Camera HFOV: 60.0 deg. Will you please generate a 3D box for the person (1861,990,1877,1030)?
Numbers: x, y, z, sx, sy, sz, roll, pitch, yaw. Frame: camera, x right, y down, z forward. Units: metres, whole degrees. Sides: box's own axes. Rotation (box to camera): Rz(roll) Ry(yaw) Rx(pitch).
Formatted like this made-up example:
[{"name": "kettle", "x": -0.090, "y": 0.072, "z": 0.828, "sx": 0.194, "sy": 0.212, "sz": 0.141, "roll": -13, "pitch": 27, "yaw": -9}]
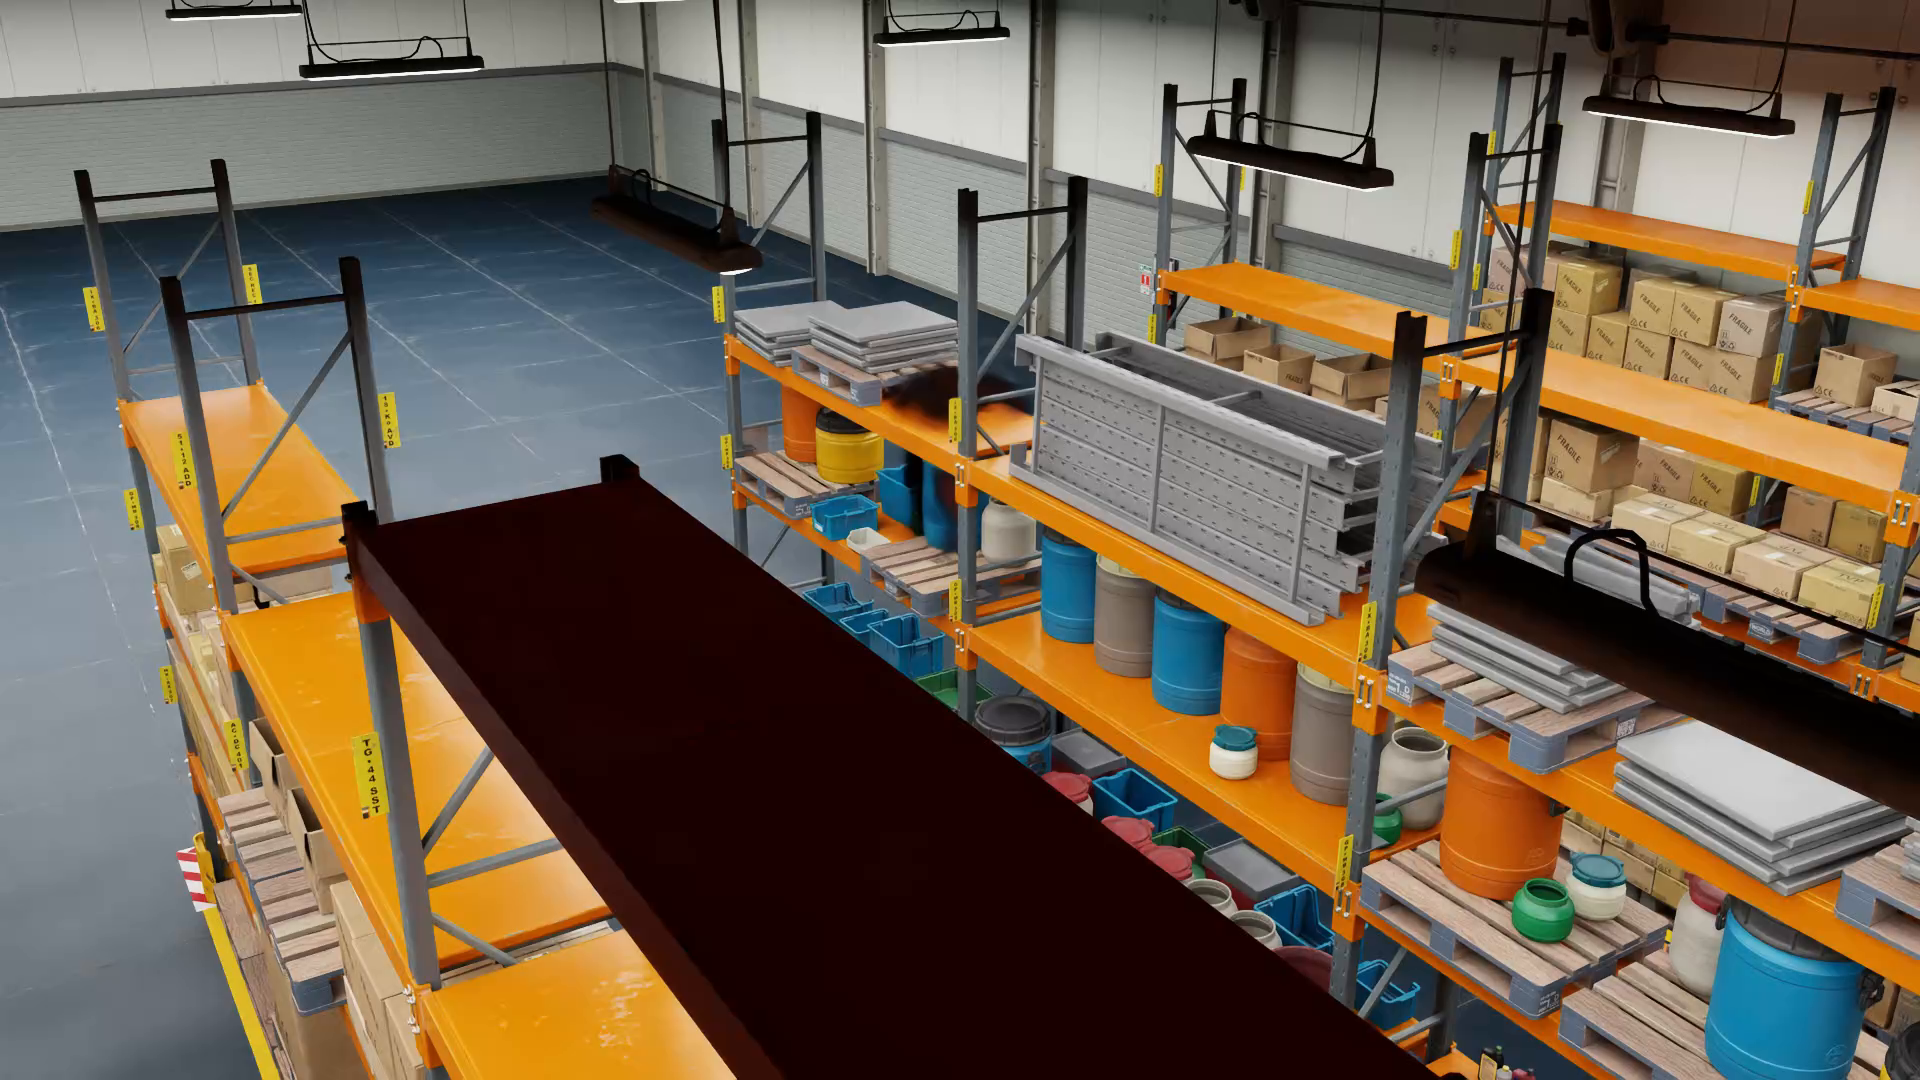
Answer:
[{"name": "person", "x": 5.548, "y": 3.407, "z": 10.689, "sx": 0.525, "sy": 1.635, "sz": 0.956, "roll": -16, "pitch": 27, "yaw": -35}]
